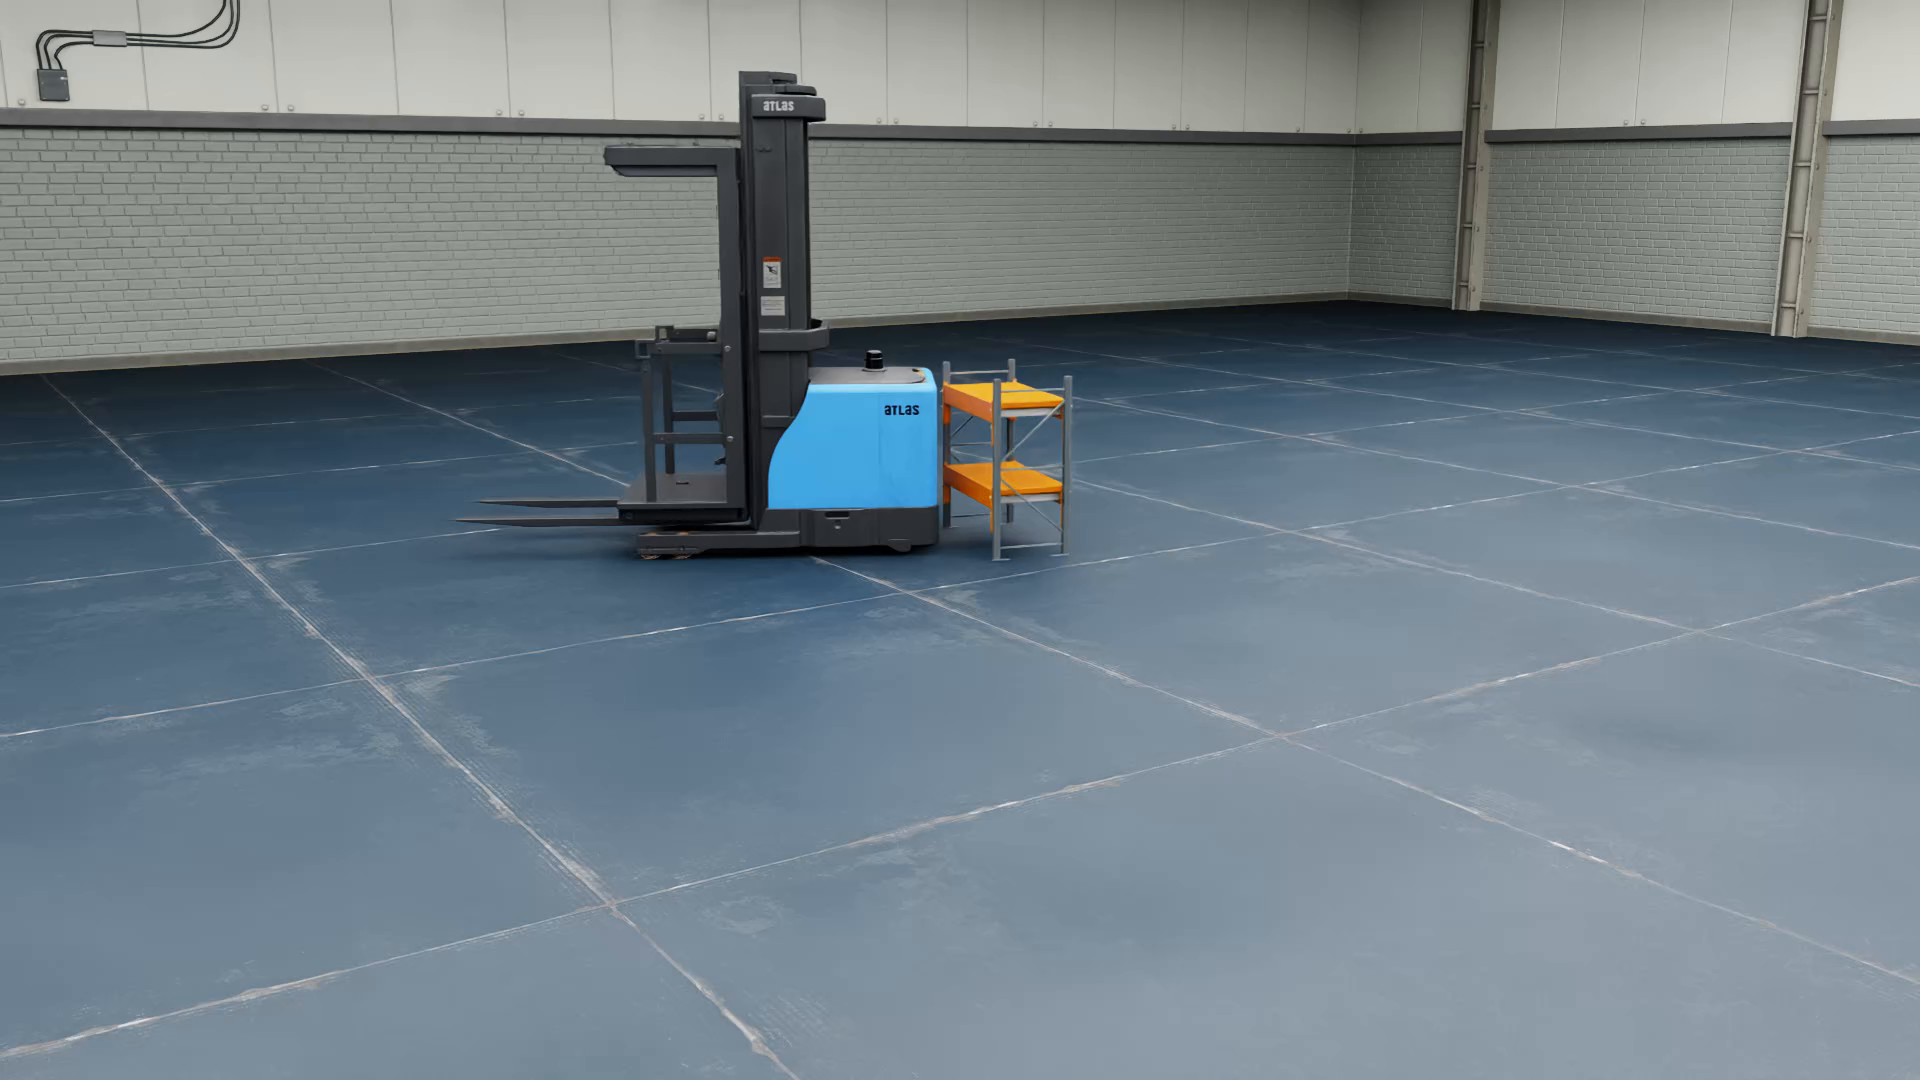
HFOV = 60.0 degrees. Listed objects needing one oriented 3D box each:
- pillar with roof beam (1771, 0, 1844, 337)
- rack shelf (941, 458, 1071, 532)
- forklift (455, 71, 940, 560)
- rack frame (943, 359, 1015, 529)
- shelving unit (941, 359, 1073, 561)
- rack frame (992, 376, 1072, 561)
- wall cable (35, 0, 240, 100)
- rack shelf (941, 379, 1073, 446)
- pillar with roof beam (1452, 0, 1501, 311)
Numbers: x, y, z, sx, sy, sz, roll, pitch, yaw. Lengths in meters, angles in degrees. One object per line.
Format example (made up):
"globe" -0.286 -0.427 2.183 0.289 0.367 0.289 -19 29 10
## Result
"pillar with roof beam" 8.755 -6.924 21.462 9.100 9.000 0.400 -8 15 -33
"rack shelf" 0.285 -0.302 10.753 0.538 0.278 1.000 -4 13 -18
"forklift" -1.664 -1.426 10.523 3.031 2.935 1.130 -1 12 -3
"rack frame" 0.127 -0.644 11.172 0.500 1.125 0.032 -4 13 -18
"shelving unit" 0.285 -0.540 10.700 0.538 1.125 1.048 -4 13 -18
"rack frame" 0.442 -0.437 10.228 0.500 1.125 0.032 -4 13 -18
"wall cable" -9.828 -8.235 19.496 2.305 6.003 0.169 -8 15 -33
"rack shelf" 0.285 -0.826 10.638 0.538 0.278 1.000 -4 13 -18
"pillar with roof beam" 5.431 -7.991 26.341 9.100 9.000 0.400 -8 15 -33
